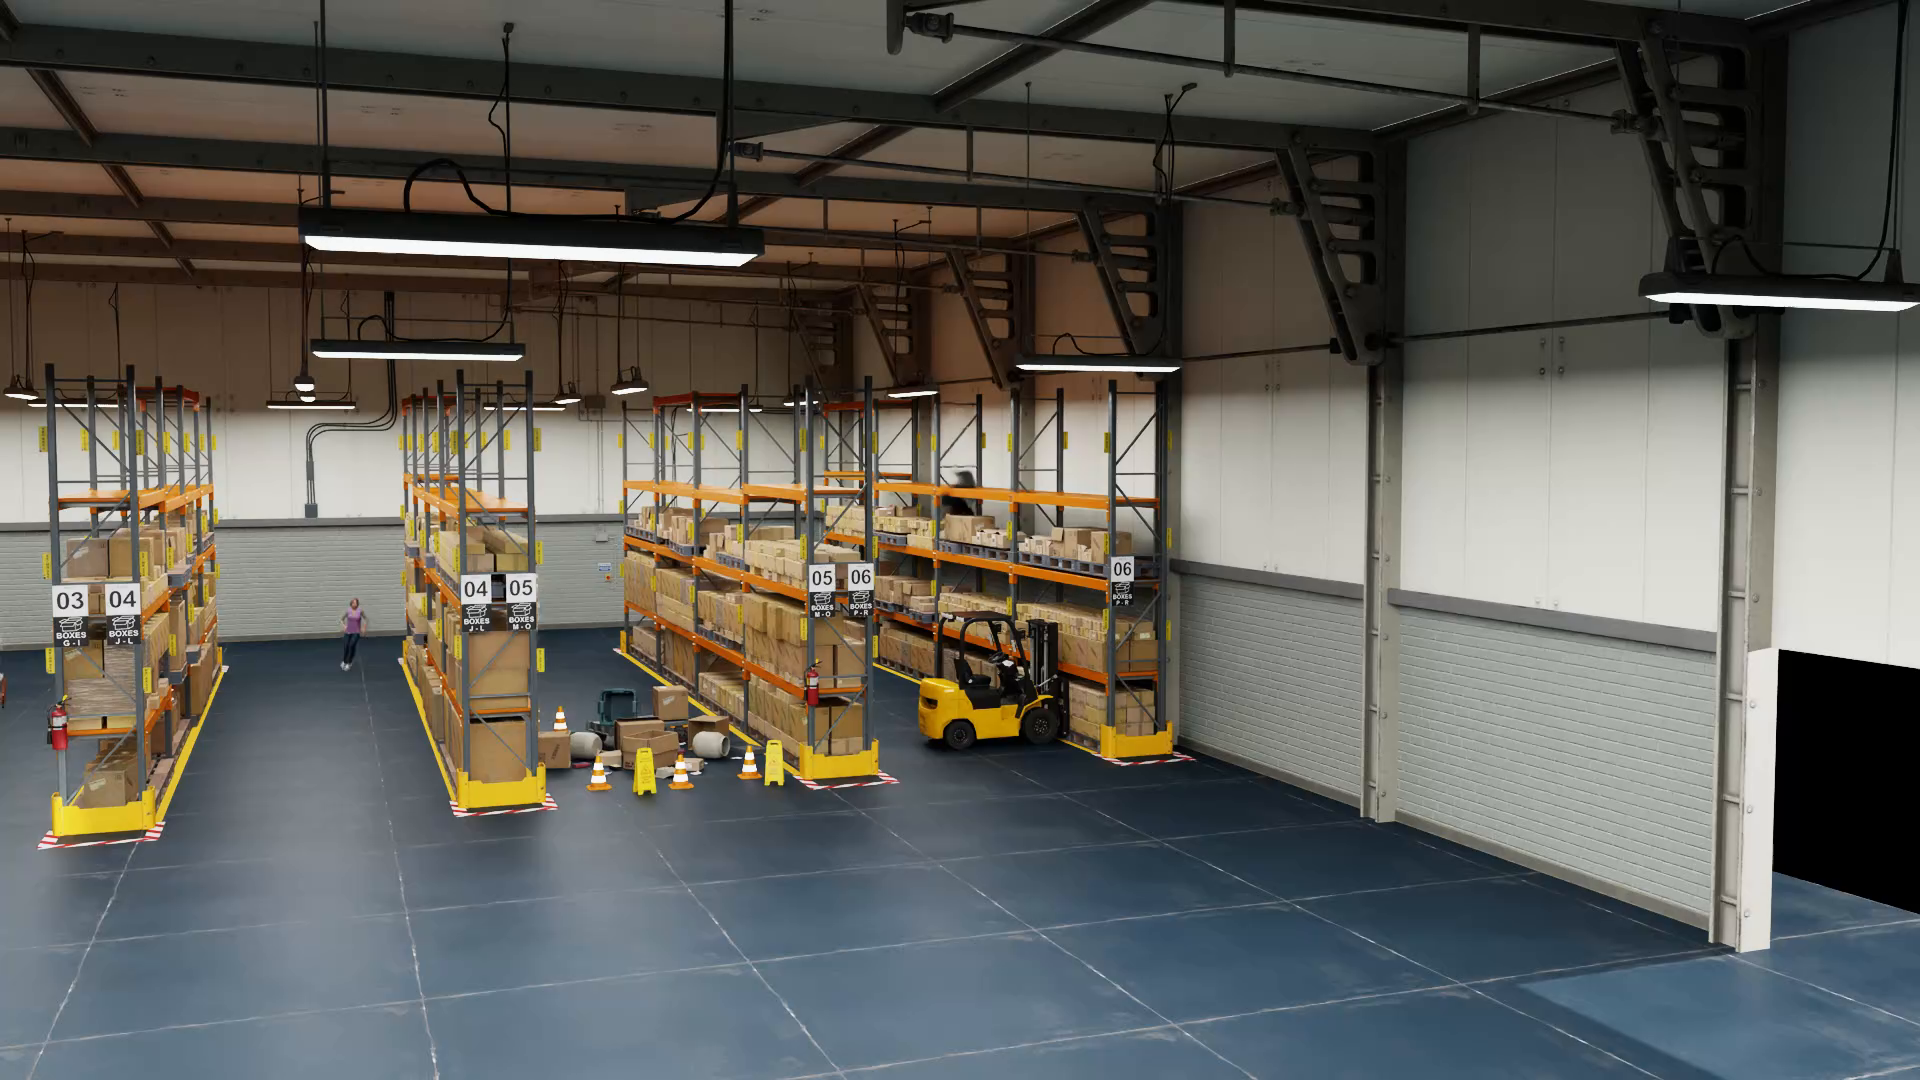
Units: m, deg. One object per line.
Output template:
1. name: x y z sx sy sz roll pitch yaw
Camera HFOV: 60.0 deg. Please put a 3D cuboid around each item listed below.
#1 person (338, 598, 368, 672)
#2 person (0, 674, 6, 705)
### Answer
1. person: -13.396 2.074 36.708 0.597 1.600 0.633 -1 3 -11
2. person: -15.103 2.627 25.612 0.707 1.820 0.906 -2 4 -26
